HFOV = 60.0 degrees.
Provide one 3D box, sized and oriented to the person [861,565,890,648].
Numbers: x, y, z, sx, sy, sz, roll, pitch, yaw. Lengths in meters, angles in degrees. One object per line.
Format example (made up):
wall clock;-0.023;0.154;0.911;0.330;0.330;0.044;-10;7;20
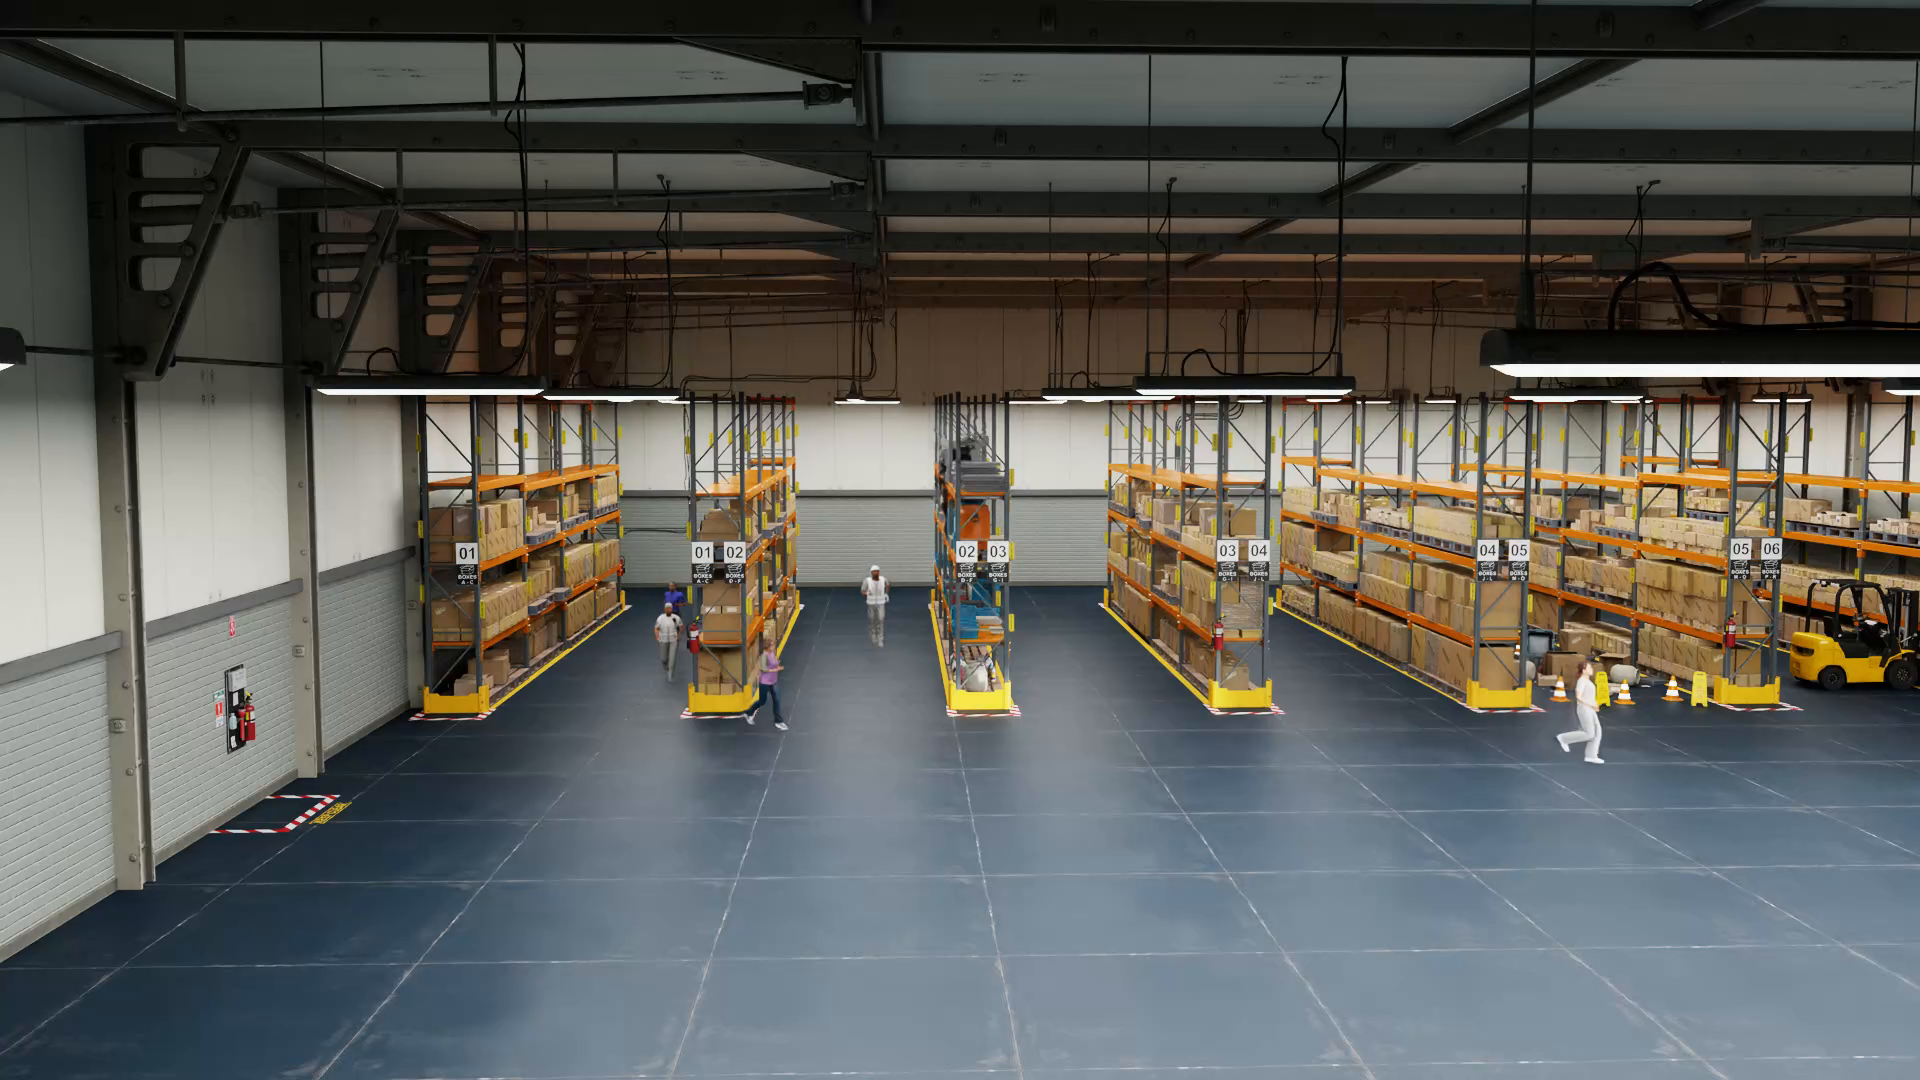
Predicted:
person;-1.924;1.488;37.901;0.672;1.829;0.863;0;5;-6

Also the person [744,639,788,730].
person;-3.426;2.591;29.437;0.887;1.495;0.533;2;5;26

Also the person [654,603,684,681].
person;-6.114;2.124;34.928;0.597;1.630;0.612;-1;5;-7

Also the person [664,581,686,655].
person;-6.644;1.803;38.738;0.555;1.709;0.814;0;5;0

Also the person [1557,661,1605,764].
person;10.043;2.764;26.826;0.731;1.640;0.565;3;5;31
